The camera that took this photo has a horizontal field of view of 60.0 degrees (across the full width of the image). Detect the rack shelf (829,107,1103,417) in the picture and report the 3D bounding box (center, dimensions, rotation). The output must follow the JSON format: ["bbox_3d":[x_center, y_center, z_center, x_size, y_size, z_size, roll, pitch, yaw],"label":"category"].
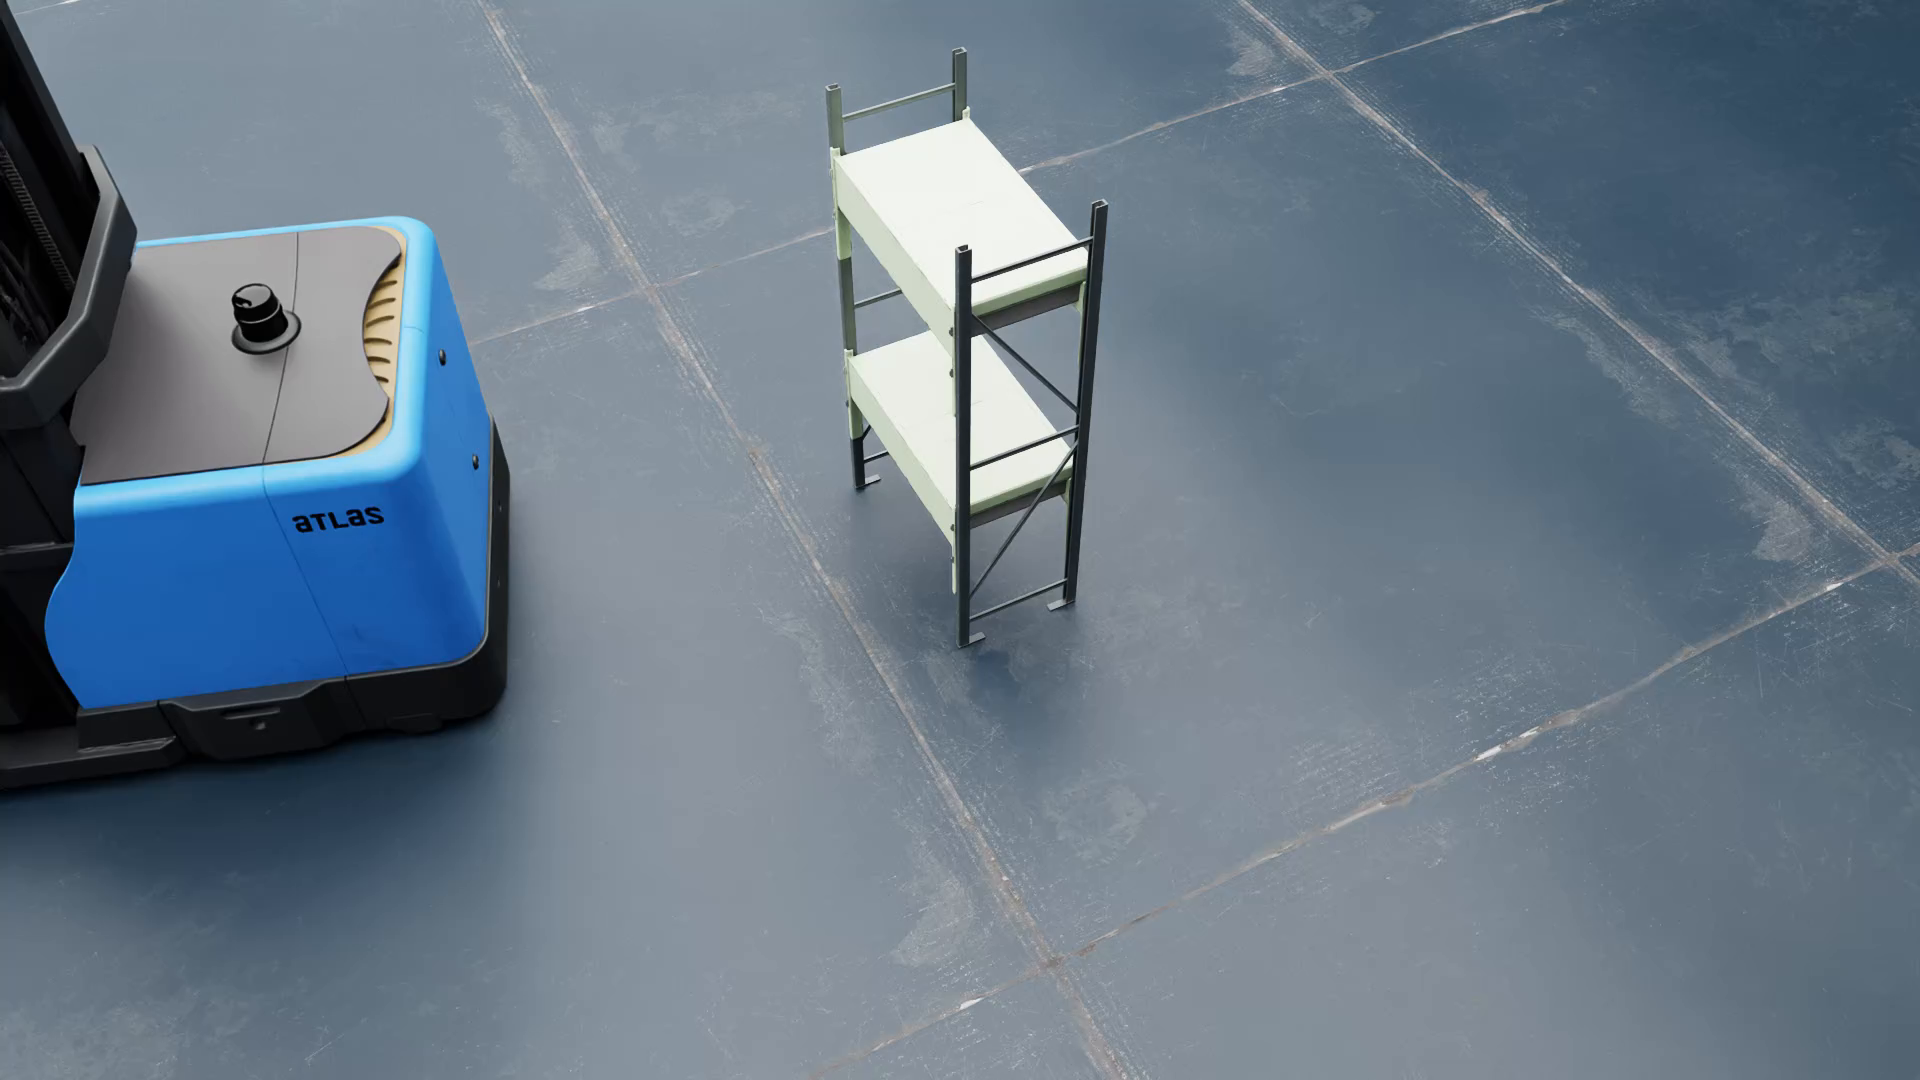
[{"bbox_3d":[0.003,-0.746,4.388,0.431,0.370,0.720,-21,52,-18],"label":"rack shelf"}]

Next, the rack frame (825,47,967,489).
[{"bbox_3d":[-0.164,-0.734,4.896,0.400,1.500,0.023,-21,52,-18],"label":"rack frame"}]

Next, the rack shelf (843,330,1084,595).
[{"bbox_3d":[0.003,-0.275,4.927,0.431,0.370,0.720,-21,52,-18],"label":"rack shelf"}]

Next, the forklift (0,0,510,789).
[{"bbox_3d":[-2.871,-0.630,3.854,3.031,2.935,1.130,-7,49,-6],"label":"forklift"}]

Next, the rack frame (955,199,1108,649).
[{"bbox_3d":[0.171,-0.244,4.467,0.400,1.500,0.023,-21,52,-18],"label":"rack frame"}]

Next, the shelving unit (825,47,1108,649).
[{"bbox_3d":[0.003,-0.489,4.682,0.431,1.500,0.755,-21,52,-18],"label":"shelving unit"}]
